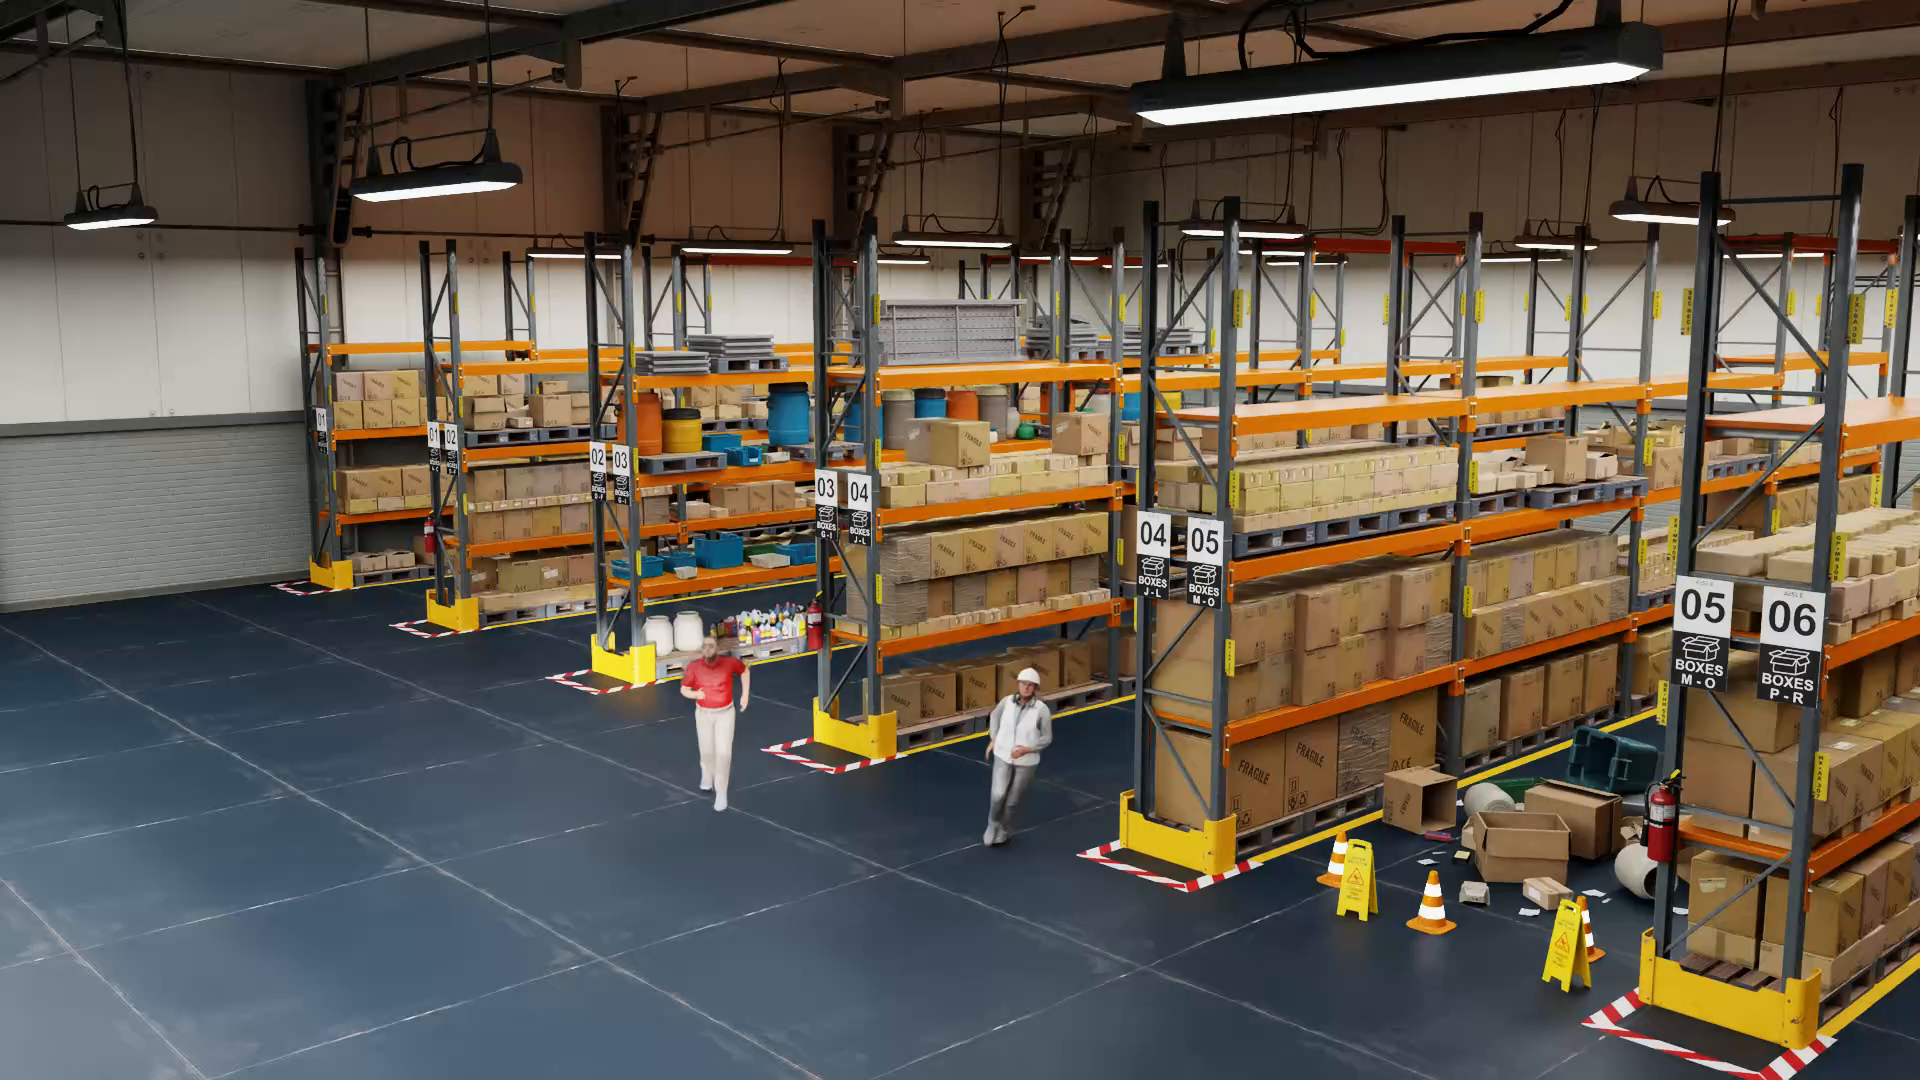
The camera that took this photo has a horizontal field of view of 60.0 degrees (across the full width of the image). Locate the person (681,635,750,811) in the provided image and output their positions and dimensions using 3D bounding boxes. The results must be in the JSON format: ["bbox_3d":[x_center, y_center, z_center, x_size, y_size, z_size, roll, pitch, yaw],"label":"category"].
[{"bbox_3d":[-2.505,1.840,17.061,0.672,1.784,0.923,0,8,0],"label":"person"}]

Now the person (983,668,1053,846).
[{"bbox_3d":[0.535,2.044,15.508,0.651,1.707,0.640,2,9,12],"label":"person"}]
